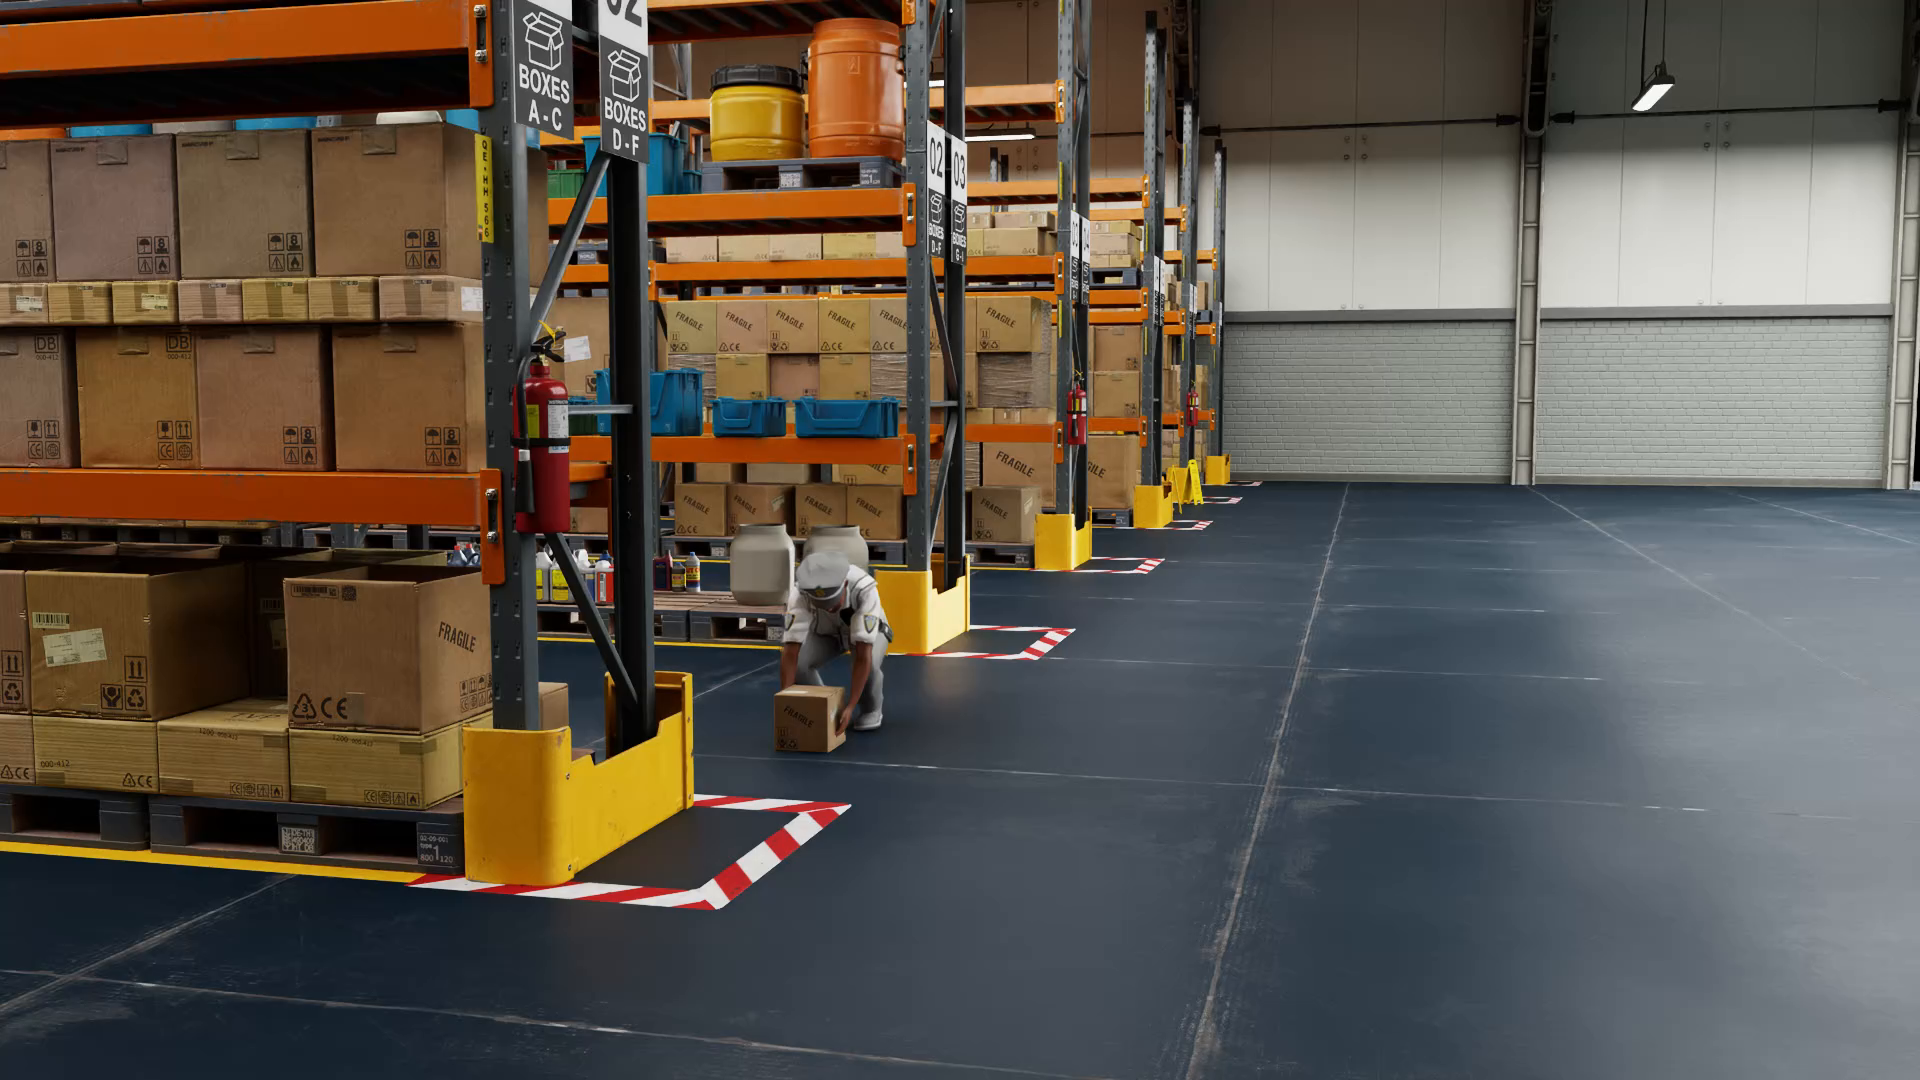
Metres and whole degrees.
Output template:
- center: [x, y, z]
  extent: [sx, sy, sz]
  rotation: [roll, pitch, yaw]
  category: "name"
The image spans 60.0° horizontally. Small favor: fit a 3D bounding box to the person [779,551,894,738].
- center: [-0.579, 0.463, 7.717]
  extent: [0.481, 0.874, 0.867]
  rotation: [1, 5, 14]
  category: "person"
